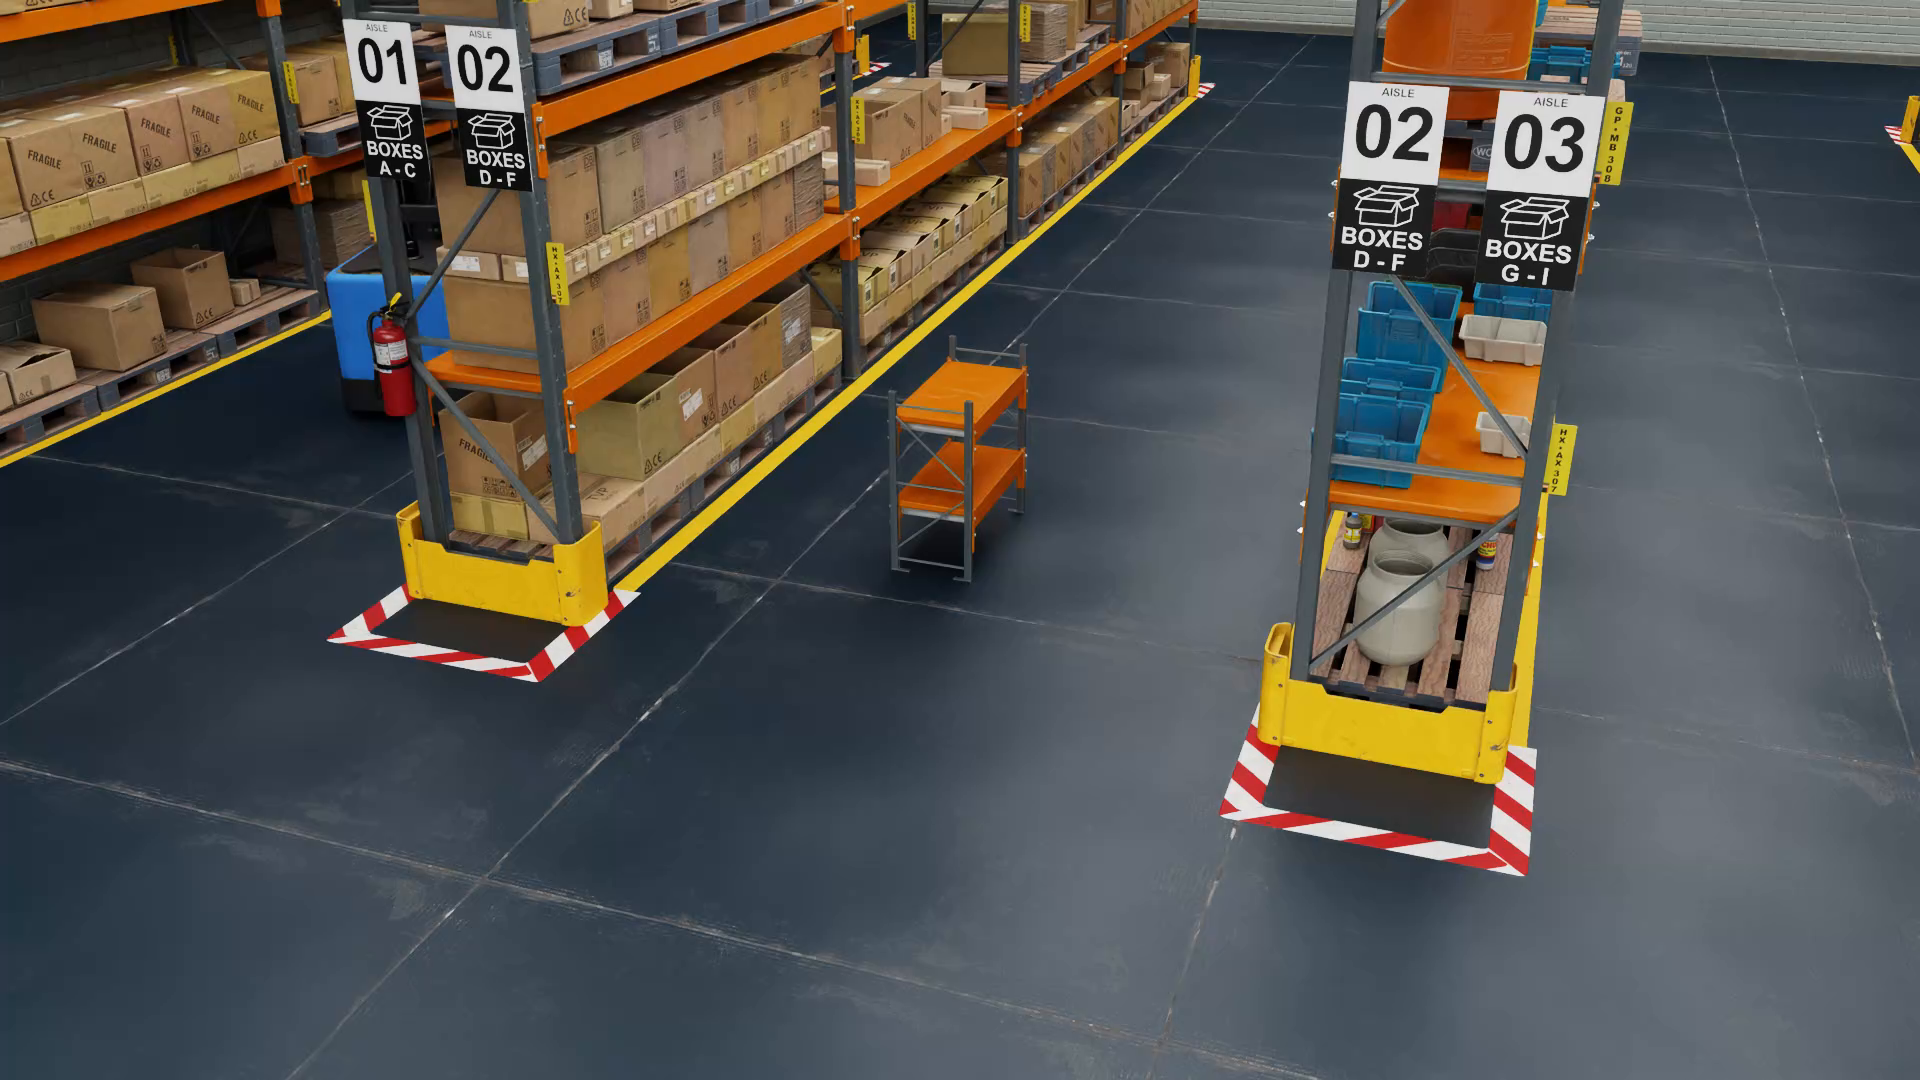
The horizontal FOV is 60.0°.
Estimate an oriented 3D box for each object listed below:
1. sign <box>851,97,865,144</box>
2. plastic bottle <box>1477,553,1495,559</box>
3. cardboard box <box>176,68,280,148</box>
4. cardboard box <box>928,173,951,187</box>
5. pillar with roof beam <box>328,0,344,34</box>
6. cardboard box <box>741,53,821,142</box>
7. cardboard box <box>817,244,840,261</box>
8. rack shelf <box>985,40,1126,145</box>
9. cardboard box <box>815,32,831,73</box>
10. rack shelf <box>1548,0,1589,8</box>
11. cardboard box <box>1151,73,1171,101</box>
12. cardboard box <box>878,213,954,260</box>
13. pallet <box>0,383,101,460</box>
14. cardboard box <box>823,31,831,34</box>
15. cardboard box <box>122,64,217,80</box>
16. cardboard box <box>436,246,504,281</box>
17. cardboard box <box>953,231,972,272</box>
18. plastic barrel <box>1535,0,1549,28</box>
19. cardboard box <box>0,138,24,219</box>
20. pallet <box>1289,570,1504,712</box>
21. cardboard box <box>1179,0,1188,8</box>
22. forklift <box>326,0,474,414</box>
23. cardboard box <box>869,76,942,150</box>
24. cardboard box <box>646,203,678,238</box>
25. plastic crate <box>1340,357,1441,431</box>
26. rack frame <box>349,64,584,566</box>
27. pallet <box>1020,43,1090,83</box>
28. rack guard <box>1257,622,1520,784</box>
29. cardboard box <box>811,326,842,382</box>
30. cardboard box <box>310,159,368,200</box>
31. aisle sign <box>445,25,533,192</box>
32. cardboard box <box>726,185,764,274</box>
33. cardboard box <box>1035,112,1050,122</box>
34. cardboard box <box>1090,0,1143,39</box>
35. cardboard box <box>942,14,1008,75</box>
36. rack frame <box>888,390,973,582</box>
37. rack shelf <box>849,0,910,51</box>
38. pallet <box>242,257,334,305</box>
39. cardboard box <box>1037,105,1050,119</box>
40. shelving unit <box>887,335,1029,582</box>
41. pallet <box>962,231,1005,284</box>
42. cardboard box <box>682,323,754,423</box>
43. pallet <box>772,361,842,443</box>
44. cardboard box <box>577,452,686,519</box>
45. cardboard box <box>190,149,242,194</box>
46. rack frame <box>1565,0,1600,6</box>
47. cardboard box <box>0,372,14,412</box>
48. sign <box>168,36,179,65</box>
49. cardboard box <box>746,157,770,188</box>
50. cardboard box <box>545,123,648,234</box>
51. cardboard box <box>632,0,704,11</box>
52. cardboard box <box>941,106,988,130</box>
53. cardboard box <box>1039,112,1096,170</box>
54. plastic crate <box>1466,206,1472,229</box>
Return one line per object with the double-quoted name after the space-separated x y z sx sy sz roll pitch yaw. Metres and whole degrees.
-0.734 -3.014 11.949 0.100 0.325 0.005 9 27 17 "sign"
3.013 0.014 9.485 0.097 0.201 0.097 0 26 0 "plastic bottle"
-5.796 -3.425 13.171 0.500 0.500 0.500 9 27 17 "cardboard box"
-0.378 -3.344 15.744 0.500 0.311 0.500 10 27 19 "cardboard box"
-1.788 -6.696 13.754 9.100 9.000 0.400 9 27 17 "pillar with roof beam"
-1.399 -3.114 11.637 0.700 0.500 0.500 9 27 18 "cardboard box"
-1.226 -2.295 13.578 0.500 0.311 0.500 10 27 19 "cardboard box"
0.739 -4.811 17.569 1.077 0.370 4.000 9 27 17 "rack shelf"
-2.242 -6.873 23.390 0.700 0.500 0.500 9 27 17 "cardboard box"
4.078 -3.797 12.034 1.077 0.370 4.000 9 27 17 "rack shelf"
2.443 -5.915 21.676 0.500 0.250 0.500 9 27 17 "cardboard box"
-0.375 -2.638 14.287 0.500 0.311 0.500 10 27 19 "cardboard box"
-6.932 -0.847 11.756 1.003 0.211 1.213 9 27 17 "pallet"
-2.031 -7.186 23.292 0.380 0.149 0.250 9 27 19 "cardboard box"
-6.284 -3.502 13.329 0.500 0.500 0.500 8 27 16 "cardboard box"
-2.641 -1.547 9.143 0.380 0.149 0.250 8 27 17 "cardboard box"
-0.210 -2.594 14.838 0.500 0.250 0.500 9 27 19 "cardboard box"
2.980 -3.320 9.166 0.600 0.901 0.708 9 27 17 "plastic barrel"
-6.645 -2.375 11.002 0.500 0.500 0.500 9 27 18 "cardboard box"
2.338 0.579 8.812 1.003 0.211 1.213 9 27 17 "pallet"
2.674 -7.208 21.580 0.500 0.500 0.500 9 27 18 "cardboard box"
-3.809 -2.828 12.728 1.130 2.935 3.031 2 26 5 "forklift"
-0.469 -3.666 14.264 0.500 0.500 0.500 7 27 15 "cardboard box"
-1.913 -1.916 9.907 0.380 0.149 0.250 8 27 16 "cardboard box"
2.187 -0.753 8.534 0.499 0.251 0.408 9 27 17 "plastic crate"
-2.589 -1.025 8.925 1.000 3.000 0.127 9 27 17 "rack frame"
0.716 -5.026 17.409 1.003 0.211 1.213 9 27 17 "pallet"
2.062 0.782 8.061 1.175 0.500 0.348 9 27 17 "rack guard"
-1.206 -1.398 12.368 0.500 0.250 0.500 9 27 17 "cardboard box"
-5.558 -3.282 15.090 0.500 0.250 0.500 8 27 16 "cardboard box"
-2.322 -2.124 8.211 0.394 0.787 0.004 9 27 17 "aisle sign"
-1.739 -2.107 11.045 0.700 0.500 0.500 9 27 18 "cardboard box"
0.673 -4.441 18.343 0.500 0.500 0.500 9 27 18 "cardboard box"
1.831 -6.171 19.439 0.500 0.500 0.500 9 27 19 "cardboard box"
0.177 -4.822 16.170 0.700 0.500 0.500 0 26 0 "cardboard box"
-0.167 -0.300 9.579 0.500 1.125 0.032 9 27 17 "rack frame"
-0.592 -4.517 13.520 1.077 0.370 4.000 9 27 17 "rack shelf"
-5.672 -2.451 15.069 1.003 0.211 1.213 9 27 17 "pallet"
0.681 -4.792 18.209 0.500 0.250 0.500 9 27 18 "cardboard box"
0.002 -0.509 10.011 0.538 1.125 1.048 9 27 17 "shelving unit"
-0.237 -2.725 15.636 1.003 0.211 1.213 9 27 17 "pallet"
-1.699 -1.118 10.930 0.500 0.500 0.500 9 27 17 "cardboard box"
-1.562 -1.093 12.265 1.003 0.211 1.213 9 27 17 "pallet"
-2.037 -0.371 10.247 0.500 0.250 0.500 9 27 17 "cardboard box"
-5.976 -2.885 12.915 0.500 0.250 0.500 9 27 18 "cardboard box"
3.412 -4.649 9.526 1.000 3.000 0.127 9 27 17 "rack frame"
-6.946 -1.001 11.456 0.500 0.311 0.500 6 26 12 "cardboard box"
-6.455 -3.986 13.711 0.100 0.325 0.005 9 27 17 "sign"
-1.486 -2.445 10.999 0.380 0.149 0.250 9 27 17 "cardboard box"
-2.234 -2.083 9.506 0.700 0.500 0.500 8 27 16 "cardboard box"
-1.778 -3.315 9.455 0.500 0.500 0.500 9 27 17 "cardboard box"
0.035 -3.790 14.924 0.380 0.149 0.250 9 27 17 "cardboard box"
1.171 -4.377 18.212 0.500 0.500 0.500 9 27 18 "cardboard box"
3.486 -2.440 11.866 0.392 0.384 0.575 9 27 17 "plastic crate"
